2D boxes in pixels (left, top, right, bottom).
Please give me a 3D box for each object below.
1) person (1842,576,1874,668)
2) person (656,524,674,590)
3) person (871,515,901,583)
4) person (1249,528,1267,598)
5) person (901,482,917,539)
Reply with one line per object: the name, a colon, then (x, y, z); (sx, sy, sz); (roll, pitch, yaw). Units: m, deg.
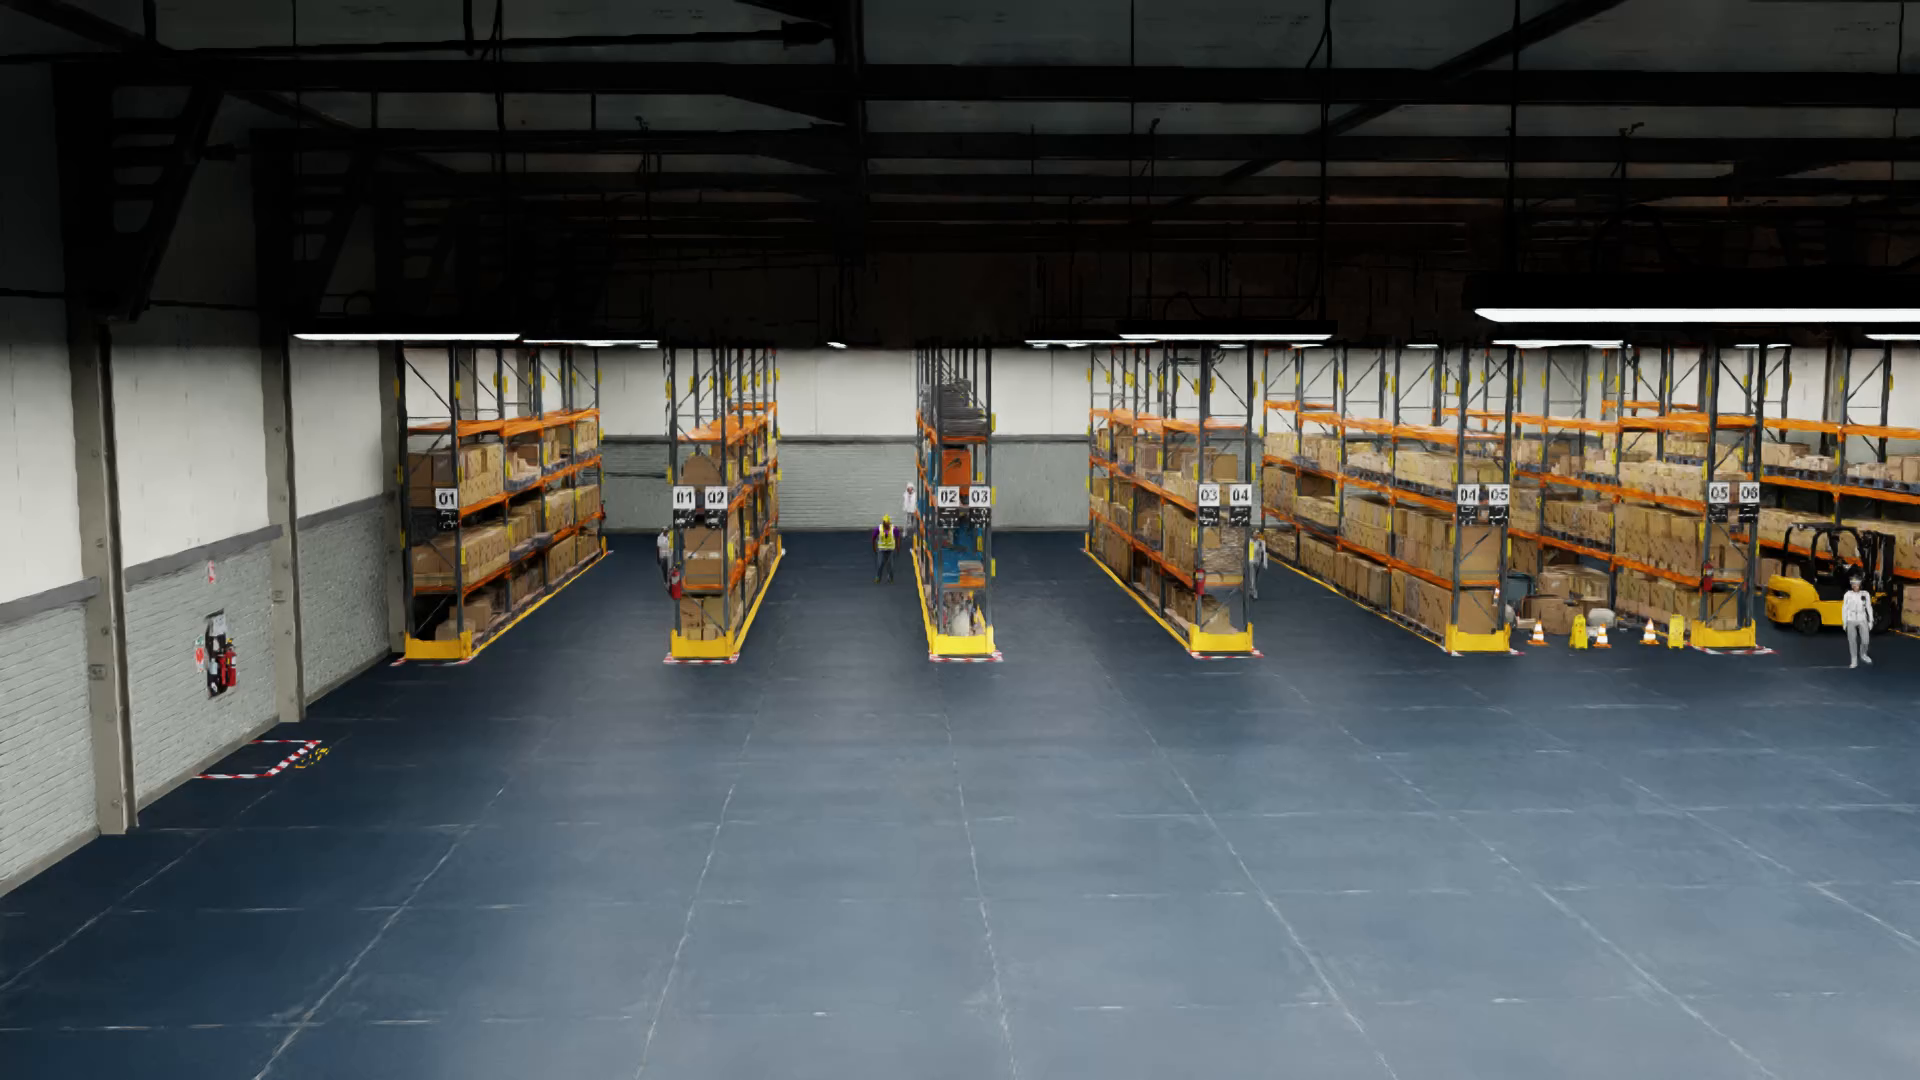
person: (16.308, 1.473, 30.202); (0.533, 1.670, 0.517); (4, 8, 34)
person: (-7.057, 0.385, 39.928); (0.456, 1.589, 1.088); (0, 6, -1)
person: (-1.826, 0.217, 41.075); (0.719, 1.714, 0.578); (0, 7, -4)
person: (6.903, 0.507, 38.773); (0.500, 1.625, 0.989); (0, 7, -4)
person: (-1.507, -0.915, 50.872); (0.539, 1.714, 1.033); (1, 7, 7)
